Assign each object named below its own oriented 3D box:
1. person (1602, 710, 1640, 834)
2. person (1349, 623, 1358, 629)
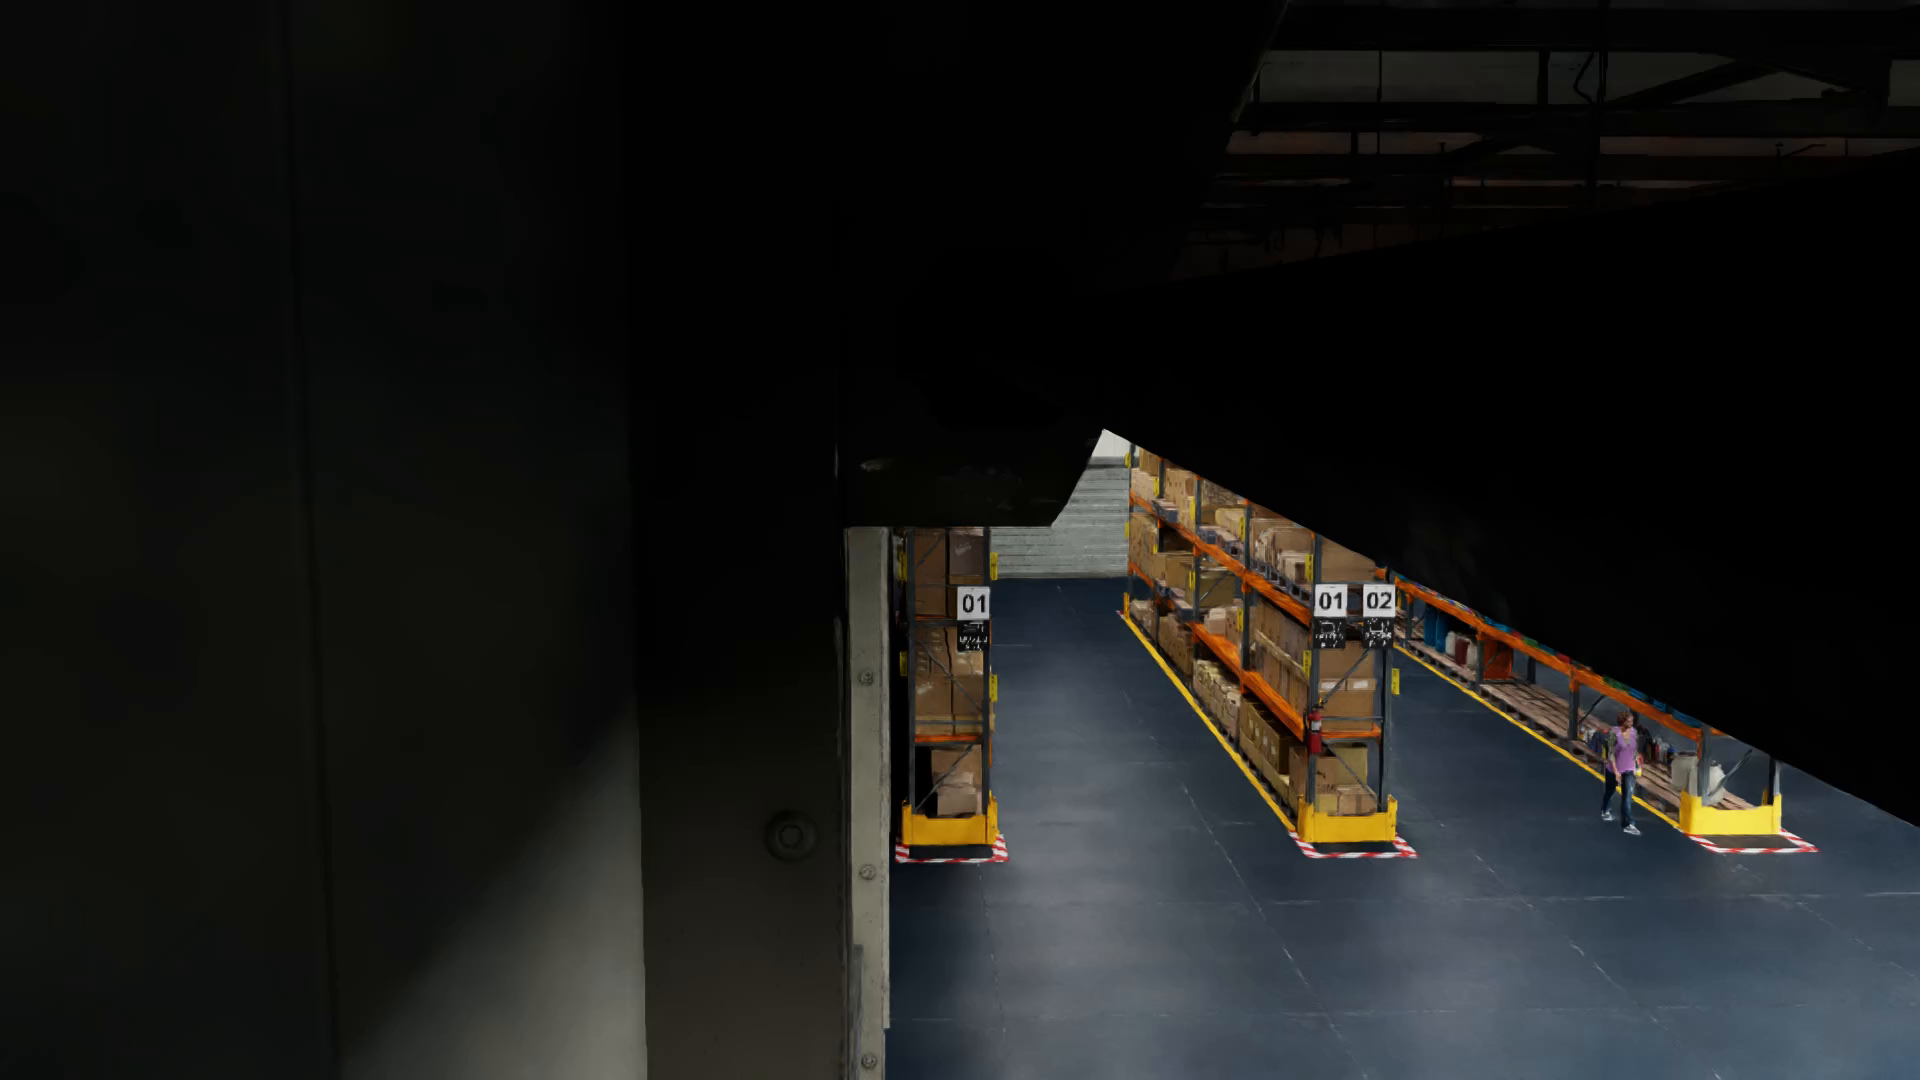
[{"bbox_3d":[8.340,2.886,20.921,0.406,1.509,1.000,0,7,4],"label":"person"},{"bbox_3d":[6.236,2.096,26.809,0.588,1.635,0.684,-1,7,-10],"label":"person"}]
